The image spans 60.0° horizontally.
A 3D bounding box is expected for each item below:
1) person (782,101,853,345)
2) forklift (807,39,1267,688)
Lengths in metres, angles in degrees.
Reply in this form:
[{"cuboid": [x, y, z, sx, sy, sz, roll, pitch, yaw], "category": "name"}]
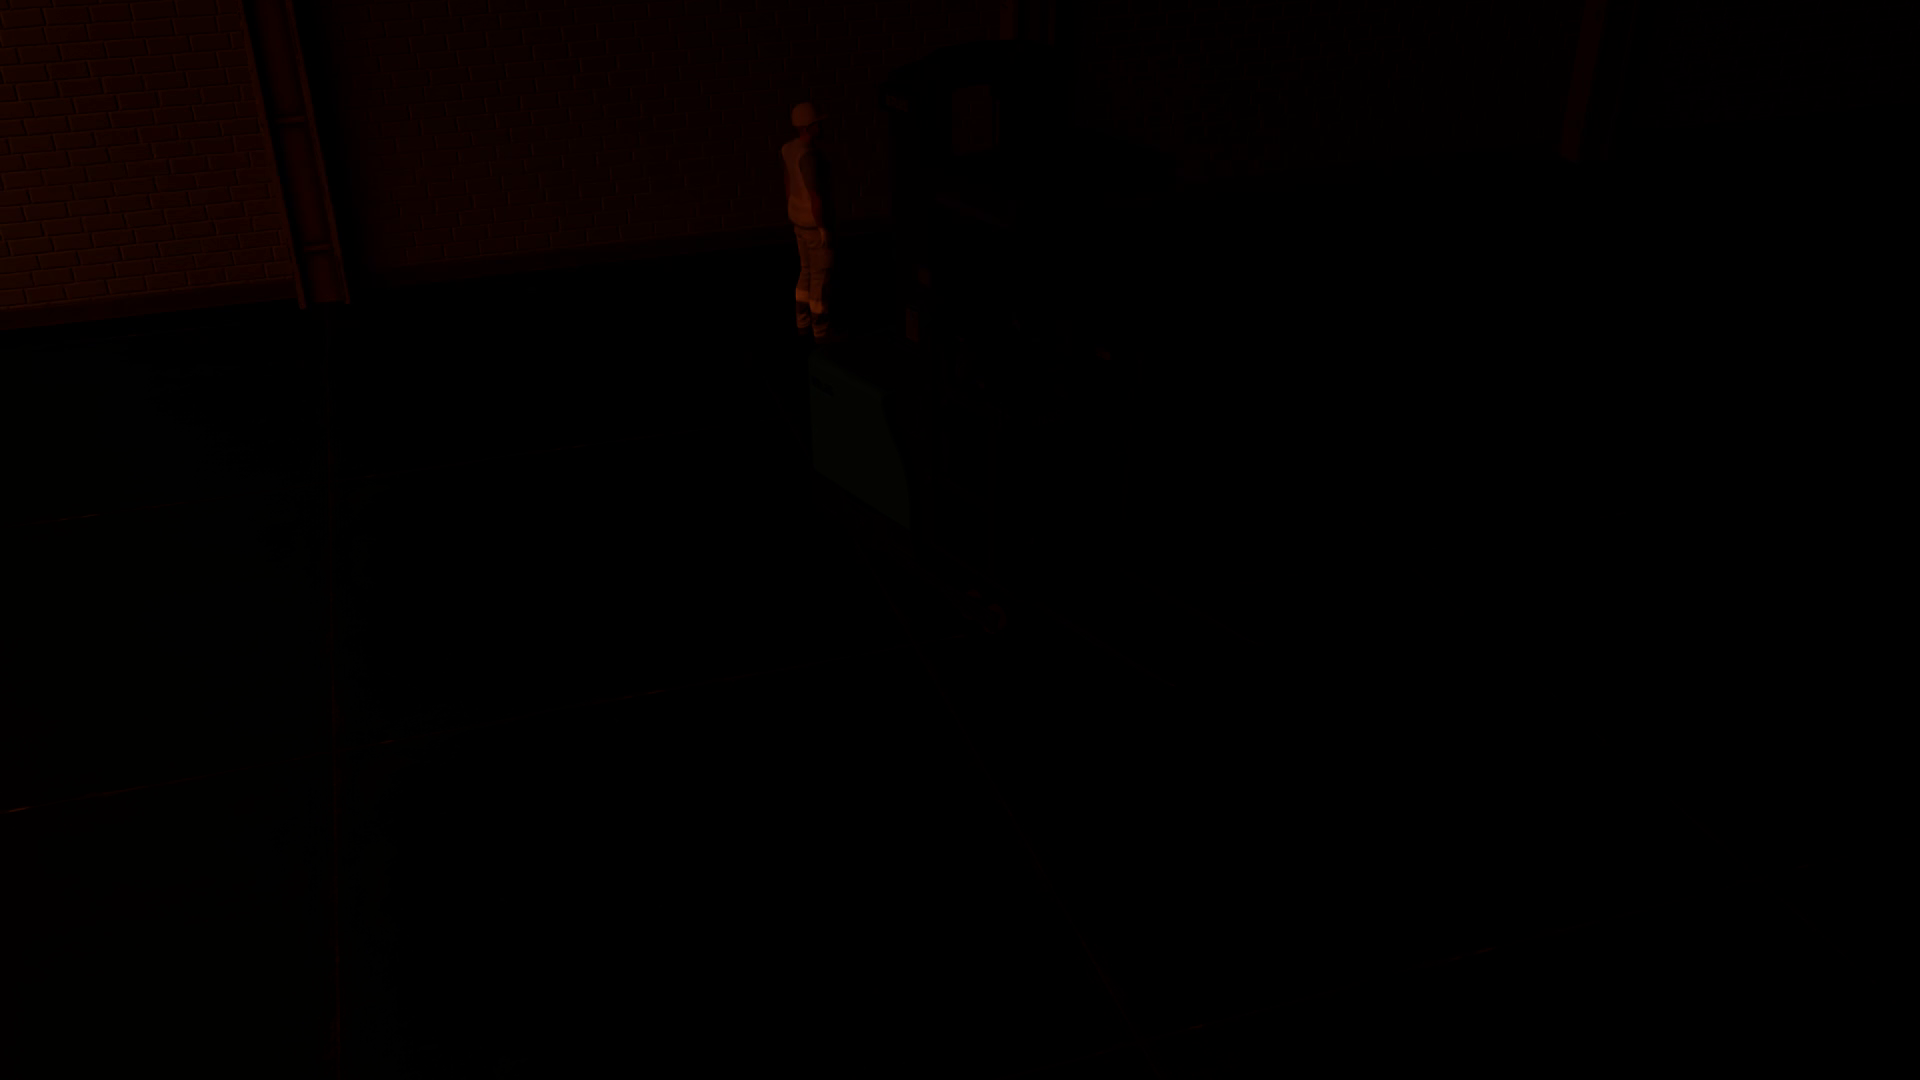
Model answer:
[{"cuboid": [-1.064, -2.352, 12.320, 0.370, 1.795, 0.595, -15, 33, -25], "category": "person"}, {"cuboid": [0.396, -1.035, 8.887, 1.130, 2.935, 3.031, -22, 36, -33], "category": "forklift"}]
